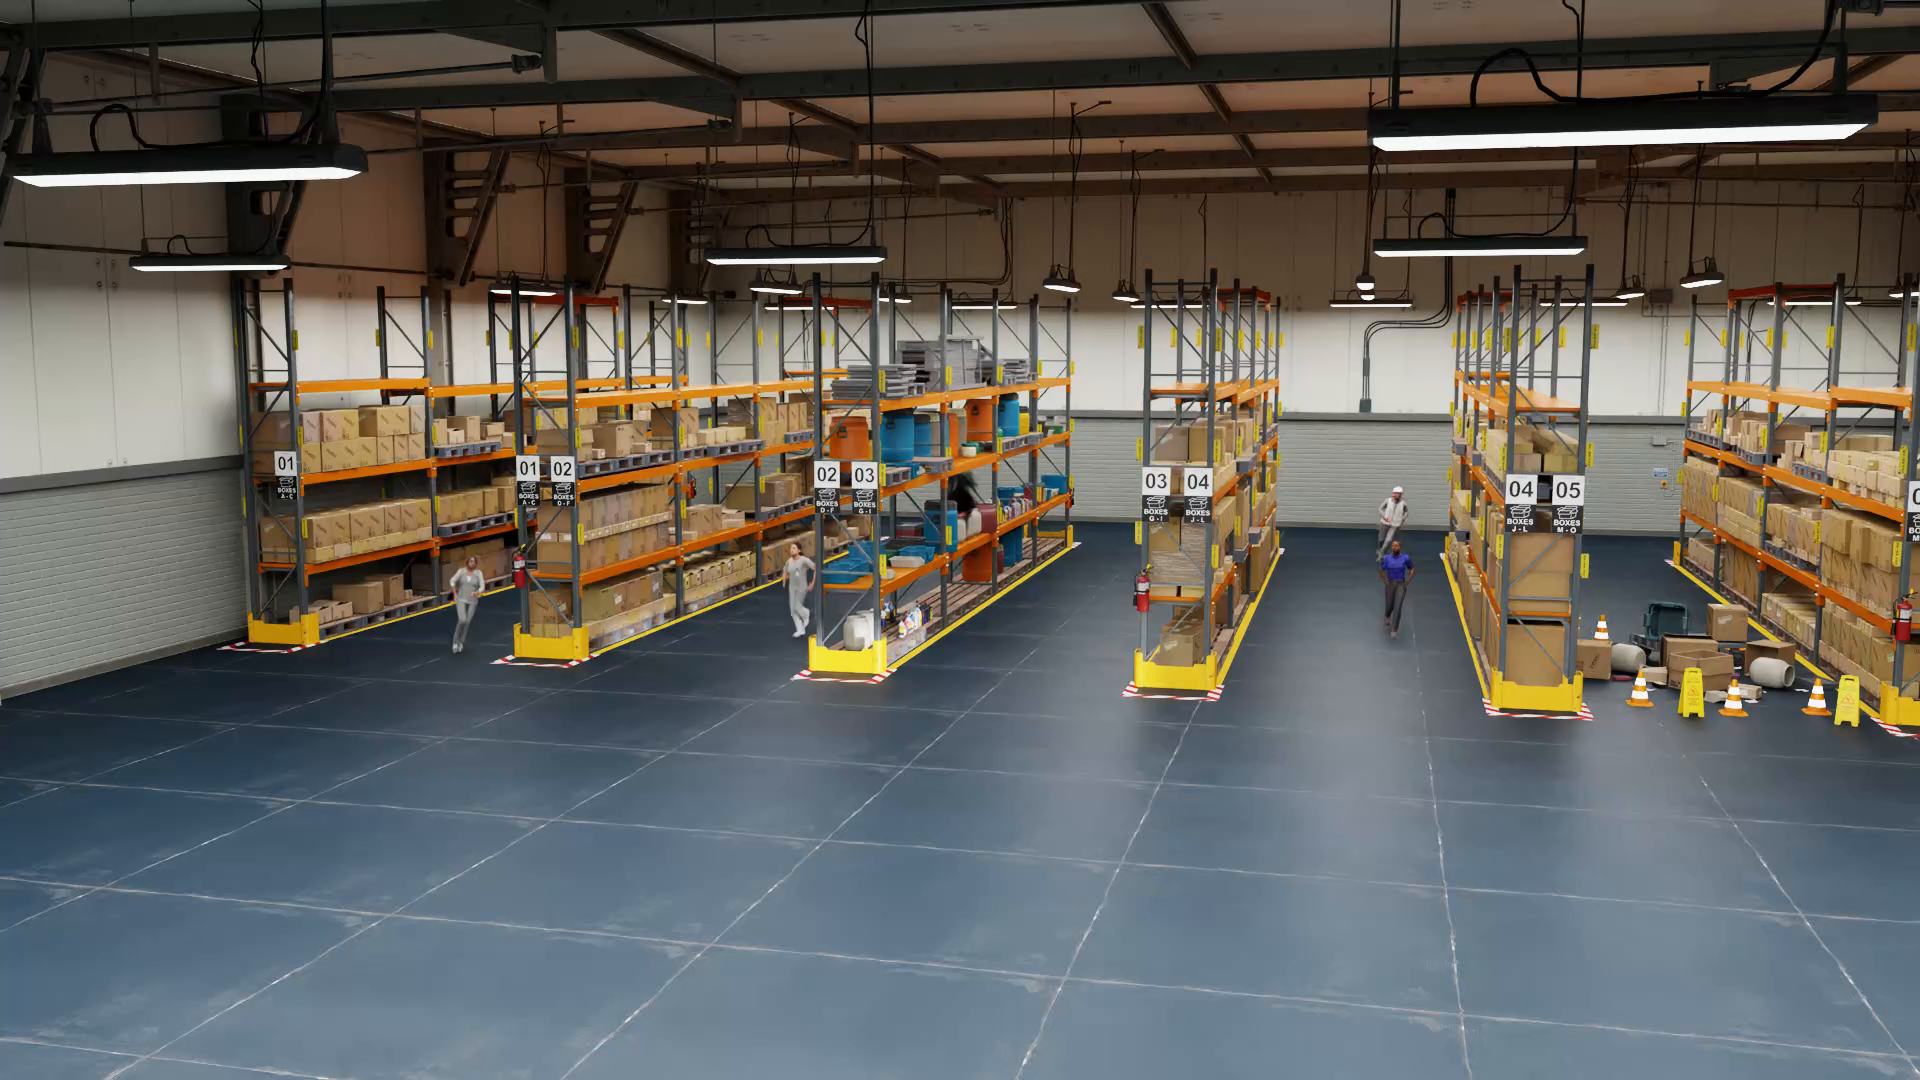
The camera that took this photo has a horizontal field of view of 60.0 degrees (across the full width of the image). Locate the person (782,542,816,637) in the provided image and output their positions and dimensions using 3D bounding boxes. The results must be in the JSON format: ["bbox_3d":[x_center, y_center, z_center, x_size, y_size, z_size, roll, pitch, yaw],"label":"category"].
[{"bbox_3d":[-2.728,0.841,28.095,0.596,1.629,0.624,3,8,25],"label":"person"}]

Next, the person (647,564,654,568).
[{"bbox_3d":[-6.438,0.126,33.994,0.629,1.665,0.829,2,7,17],"label":"person"}]

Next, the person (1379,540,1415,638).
[{"bbox_3d":[7.451,0.818,28.379,0.586,1.639,0.769,2,7,18],"label":"person"}]

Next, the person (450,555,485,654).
[{"bbox_3d":[-7.924,1.036,26.764,0.548,1.559,0.609,-3,8,-24],"label":"person"}]

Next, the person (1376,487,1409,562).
[{"bbox_3d":[9.839,-0.373,37.851,0.714,1.701,0.860,2,7,16],"label":"person"}]
